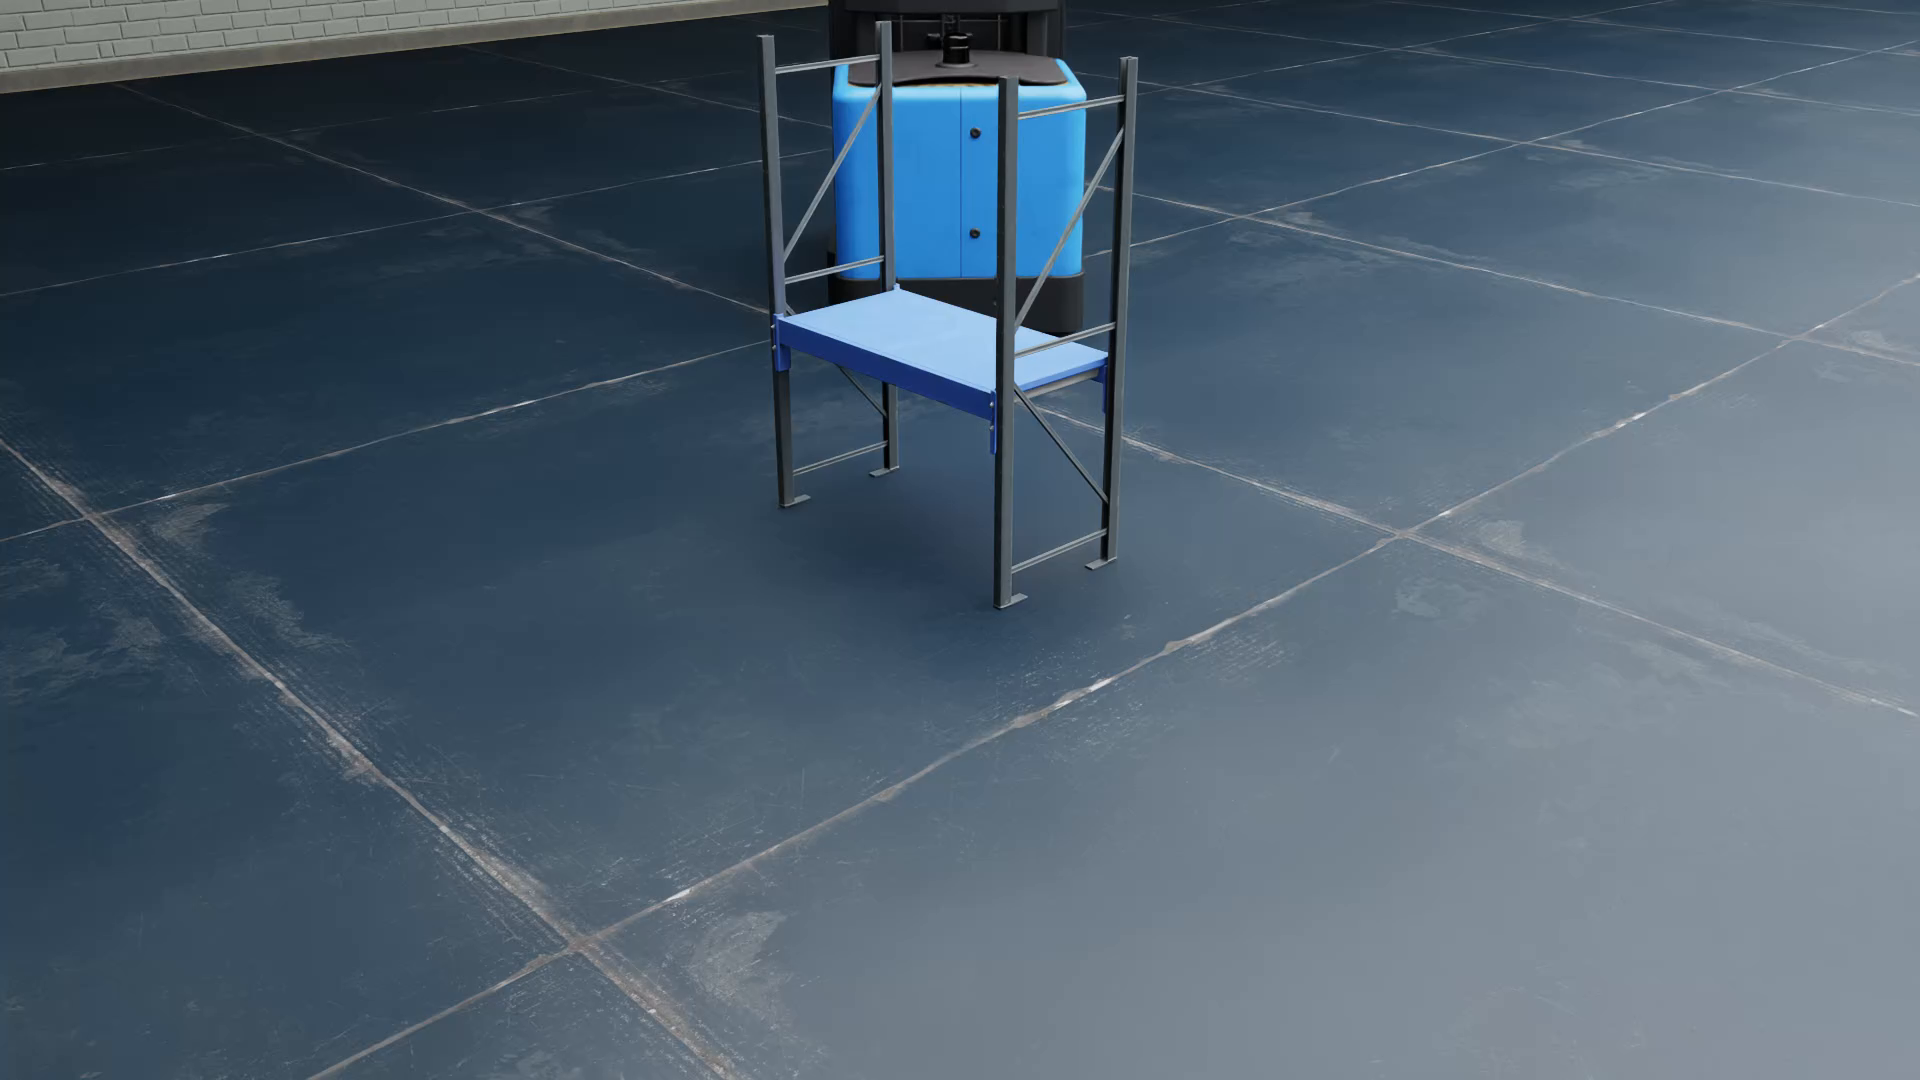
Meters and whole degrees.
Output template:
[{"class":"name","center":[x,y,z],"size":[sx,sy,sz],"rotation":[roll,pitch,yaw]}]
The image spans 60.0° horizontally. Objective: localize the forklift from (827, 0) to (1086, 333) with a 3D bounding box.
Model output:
[{"class":"forklift","center":[-0.075,-2.757,7.762],"size":[1.130,2.935,3.031],"rotation":[-1,25,-3]}]

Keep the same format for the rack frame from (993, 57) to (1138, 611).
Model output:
[{"class":"rack frame","center":[0.289,-0.554,4.658],"size":[0.500,1.500,0.032],"rotation":[-21,32,-38]}]

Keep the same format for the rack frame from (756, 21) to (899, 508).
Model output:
[{"class":"rack frame","center":[-0.406,-0.862,5.333],"size":[0.500,1.500,0.032],"rotation":[-21,32,-38]}]

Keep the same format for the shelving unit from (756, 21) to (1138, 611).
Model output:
[{"class":"shelving unit","center":[-0.058,-0.708,4.995],"size":[0.538,1.500,1.048],"rotation":[-21,32,-38]}]

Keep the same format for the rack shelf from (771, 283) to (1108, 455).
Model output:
[{"class":"rack shelf","center":[-0.058,-0.545,5.070],"size":[0.538,0.185,1.000],"rotation":[-21,32,-38]}]
